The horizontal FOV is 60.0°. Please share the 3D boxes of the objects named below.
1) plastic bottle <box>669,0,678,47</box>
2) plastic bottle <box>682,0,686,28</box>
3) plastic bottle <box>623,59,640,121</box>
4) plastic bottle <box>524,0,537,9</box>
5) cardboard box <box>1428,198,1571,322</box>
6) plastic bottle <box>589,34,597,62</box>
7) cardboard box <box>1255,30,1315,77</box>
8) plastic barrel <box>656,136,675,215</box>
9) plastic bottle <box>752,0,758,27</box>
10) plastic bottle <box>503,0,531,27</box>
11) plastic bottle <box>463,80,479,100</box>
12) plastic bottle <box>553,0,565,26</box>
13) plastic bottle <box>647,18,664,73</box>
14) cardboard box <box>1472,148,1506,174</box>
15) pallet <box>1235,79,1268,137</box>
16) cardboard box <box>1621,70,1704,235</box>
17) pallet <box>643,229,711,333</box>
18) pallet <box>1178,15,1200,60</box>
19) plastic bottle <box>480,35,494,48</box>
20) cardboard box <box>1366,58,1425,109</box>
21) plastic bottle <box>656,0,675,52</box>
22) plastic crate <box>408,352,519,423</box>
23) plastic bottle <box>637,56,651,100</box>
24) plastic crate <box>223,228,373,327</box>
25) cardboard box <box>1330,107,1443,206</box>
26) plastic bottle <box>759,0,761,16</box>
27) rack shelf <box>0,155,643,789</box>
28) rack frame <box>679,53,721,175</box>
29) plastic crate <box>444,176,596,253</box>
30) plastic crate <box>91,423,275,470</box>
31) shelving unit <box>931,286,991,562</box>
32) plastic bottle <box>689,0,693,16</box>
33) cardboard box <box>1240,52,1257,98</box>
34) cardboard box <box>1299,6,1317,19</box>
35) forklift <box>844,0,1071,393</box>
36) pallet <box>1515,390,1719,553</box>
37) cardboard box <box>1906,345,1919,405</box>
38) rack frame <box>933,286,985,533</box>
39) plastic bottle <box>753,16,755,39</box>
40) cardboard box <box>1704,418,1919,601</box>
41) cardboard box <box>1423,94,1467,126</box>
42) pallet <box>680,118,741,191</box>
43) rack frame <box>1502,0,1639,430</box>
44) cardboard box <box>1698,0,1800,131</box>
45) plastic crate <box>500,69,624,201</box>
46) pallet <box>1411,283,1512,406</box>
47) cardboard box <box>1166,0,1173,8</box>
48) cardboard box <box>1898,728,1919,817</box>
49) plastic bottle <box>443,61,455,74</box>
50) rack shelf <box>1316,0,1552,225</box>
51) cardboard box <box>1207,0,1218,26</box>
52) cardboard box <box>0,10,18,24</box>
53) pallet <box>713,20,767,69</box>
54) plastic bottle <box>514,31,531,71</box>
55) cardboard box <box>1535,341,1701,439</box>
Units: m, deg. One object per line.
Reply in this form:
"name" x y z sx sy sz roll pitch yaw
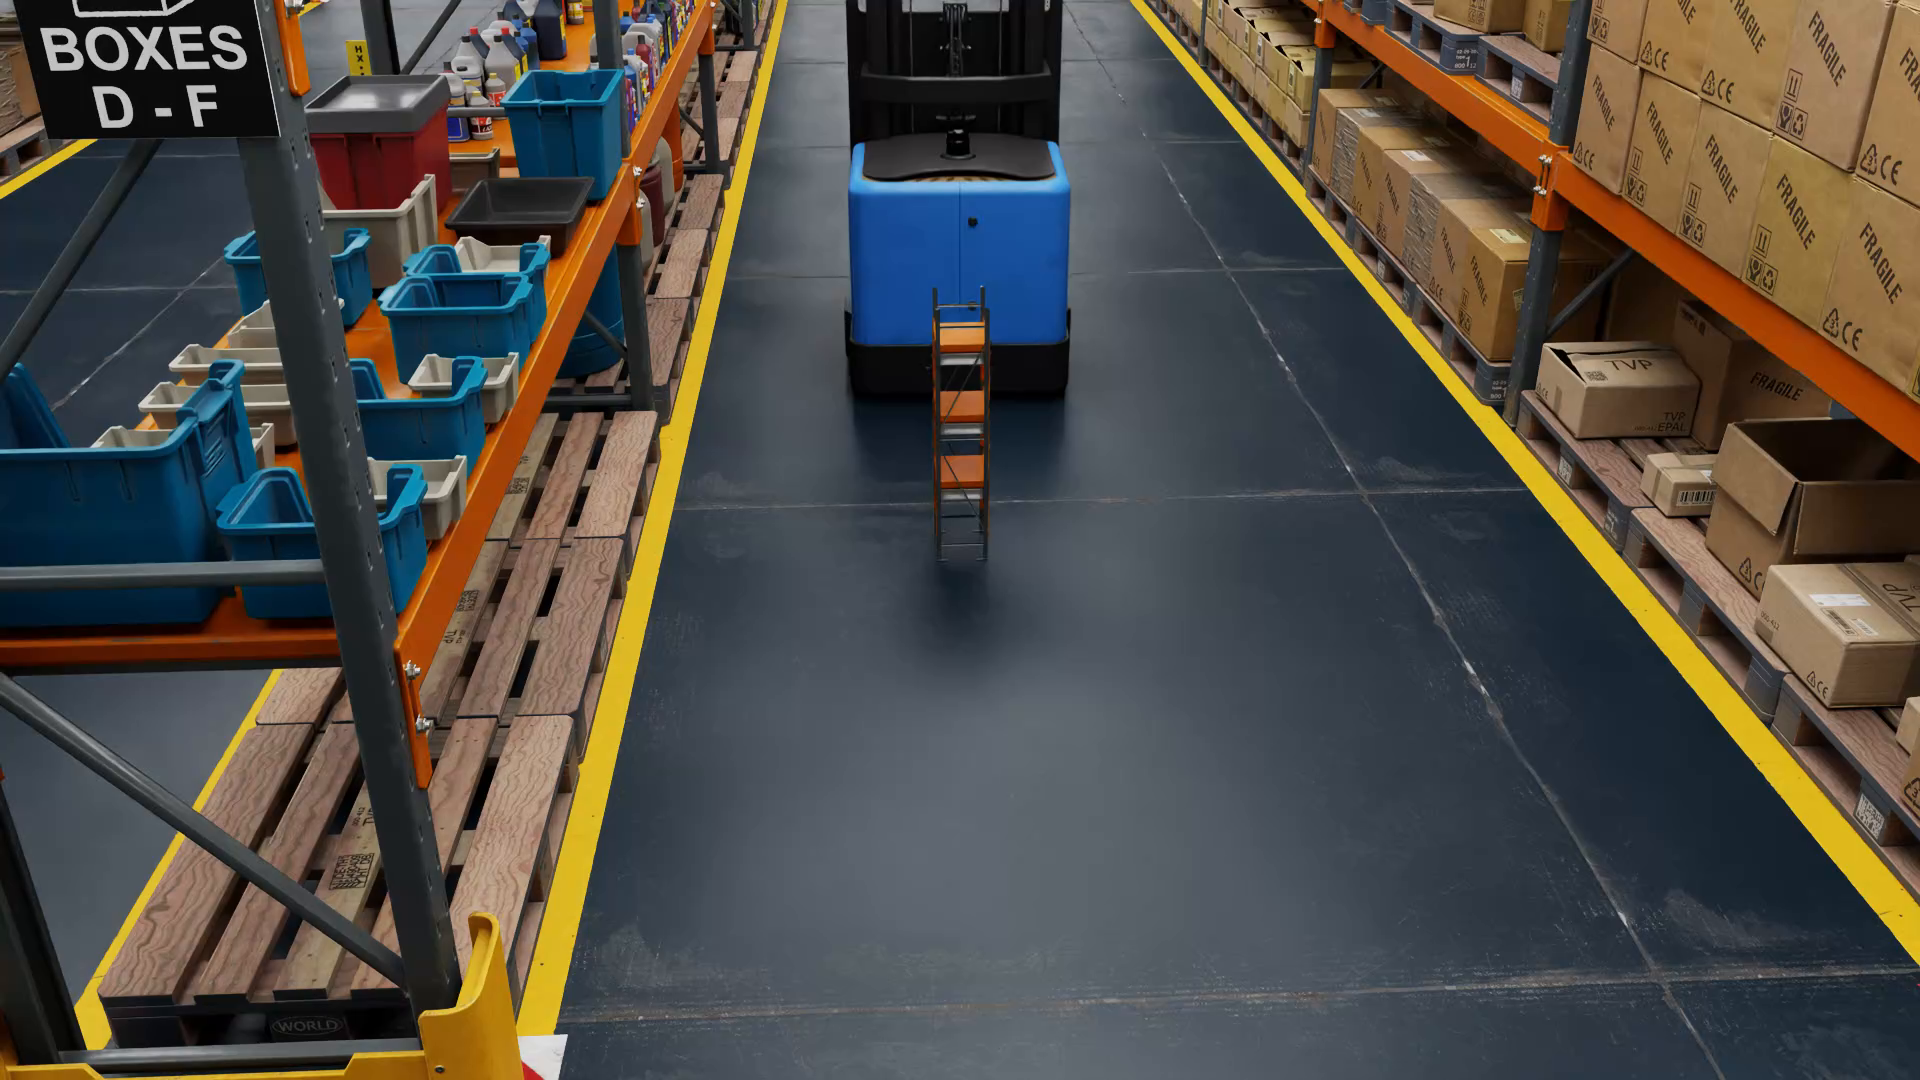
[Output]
"plastic bottle" -1.590 -2.858 9.112 0.061 0.283 0.133 -1 28 -3
"plastic bottle" -1.635 -3.054 9.577 0.097 0.201 0.097 0 28 0
"plastic bottle" -1.517 -2.049 7.574 0.097 0.271 0.097 0 28 0
"plastic bottle" -2.370 -2.868 9.145 0.097 0.271 0.097 0 28 0
"cardboard box" 2.729 -1.421 8.458 0.500 0.500 0.500 -1 28 -2
"plastic bottle" -1.732 -2.359 8.163 0.152 0.276 0.135 -1 28 -3
"cardboard box" 2.520 -3.657 12.430 0.500 0.311 0.500 -2 28 -3
"plastic barrel" -1.935 -2.213 9.986 0.421 0.512 0.421 0 28 0
"plastic bottle" -1.933 -4.865 15.222 0.144 0.351 0.185 -1 28 -1
"plastic bottle" -2.320 -2.670 8.679 0.144 0.351 0.185 -1 28 -3
"plastic bottle" -2.211 -1.969 7.496 0.097 0.201 0.097 0 28 0
"plastic bottle" -2.333 -3.083 9.556 0.097 0.271 0.097 0 28 0
"plastic bottle" -1.571 -2.522 8.480 0.097 0.271 0.097 0 28 0
"cardboard box" 3.194 -1.911 9.398 0.500 0.500 0.500 -2 28 -5
"pallet" 2.785 -3.439 13.115 1.003 0.211 1.213 -1 28 -3
"cardboard box" 2.843 -1.451 6.180 0.500 0.500 0.500 -1 28 -2
"pallet" -1.953 -1.452 9.307 1.003 0.211 1.213 -1 28 -3
"pallet" 2.641 -4.711 15.554 1.003 0.211 1.213 -1 28 -3
"plastic bottle" -2.277 -2.288 8.026 0.152 0.276 0.135 -1 28 -3
"cardboard box" 3.116 -3.197 11.548 0.500 0.311 0.500 0 28 -1
"plastic bottle" -1.623 -2.813 8.954 0.144 0.351 0.185 -1 28 -3
"plastic crate" -1.333 -0.415 4.521 0.250 0.136 0.298 -1 28 -3
"plastic bottle" -1.540 -2.215 7.968 0.097 0.201 0.097 0 28 0
"plastic crate" -2.042 -0.814 5.183 0.416 0.233 0.300 -1 28 -3
"cardboard box" 2.621 -2.360 10.258 0.500 0.500 0.500 -2 28 -5
"plastic bottle" -1.965 -5.148 15.766 0.144 0.351 0.185 -2 28 -3
"rack shelf" -1.783 -0.524 5.289 1.077 0.370 4.000 -1 28 -3
"rack frame" -2.097 -3.614 10.436 1.000 3.000 0.127 -1 28 -3
"plastic crate" -1.561 -1.161 5.965 0.437 0.125 0.590 -1 28 -3
"plastic crate" -1.902 -0.201 4.113 0.396 0.136 0.243 -1 28 -3
"shelving unit" 0.003 -0.441 6.460 0.215 1.050 0.252 -1 28 -3
"plastic bottle" -1.638 -3.279 9.920 0.061 0.283 0.133 -1 28 -3
"cardboard box" 2.496 -3.644 13.012 0.500 0.250 0.500 -1 28 -2
"cardboard box" 3.006 -4.144 13.365 0.500 0.311 0.500 -1 28 -3
"forklift" -0.035 -2.643 8.648 1.130 2.935 3.031 -1 28 -1
"pallet" 3.094 -0.331 7.157 1.003 0.211 1.213 -1 28 -3
"cardboard box" 2.942 -0.521 4.398 0.500 0.500 0.500 -1 28 -2
"rack frame" -0.004 -0.497 6.568 0.200 1.050 0.008 -1 28 -3
"plastic bottle" -1.884 -4.604 14.809 0.097 0.271 0.097 0 28 0
"cardboard box" 3.162 -0.105 5.932 0.797 0.503 0.637 -1 28 -3
"cardboard box" 3.140 -2.699 10.098 0.500 0.250 0.500 0 28 -1
"pallet" -2.098 -2.736 11.768 1.003 0.211 1.213 -1 28 -3
"rack frame" 3.059 -1.885 7.120 1.000 3.000 0.127 -1 28 -3
"cardboard box" 2.856 -1.672 5.523 0.500 0.500 0.500 -2 28 -4
"plastic crate" -1.523 -1.579 6.486 0.392 0.384 0.575 -1 28 -3
"pallet" 2.979 -1.023 8.483 1.003 0.211 1.213 -1 28 -3
"cardboard box" 2.315 -5.448 16.470 0.500 0.250 0.500 -1 28 -3
"cardboard box" 2.993 0.631 4.524 0.500 0.500 0.500 -1 28 -3
"plastic bottle" -2.289 -1.995 7.457 0.061 0.283 0.133 -1 28 -3
"rack shelf" 2.954 -2.489 9.057 1.077 0.370 4.000 -1 28 -3
"cardboard box" 2.414 -4.598 14.235 0.500 0.311 0.500 -1 28 -2
"cardboard box" -7.235 -3.924 13.256 0.700 0.500 0.500 -2 28 -3
"pallet" -2.299 -4.536 15.219 1.003 0.211 1.213 -1 28 -3
"plastic bottle" -2.160 -2.359 8.169 0.097 0.271 0.097 0 28 0
"cardboard box" 2.865 -0.688 7.258 0.500 0.311 0.500 -1 28 -3
